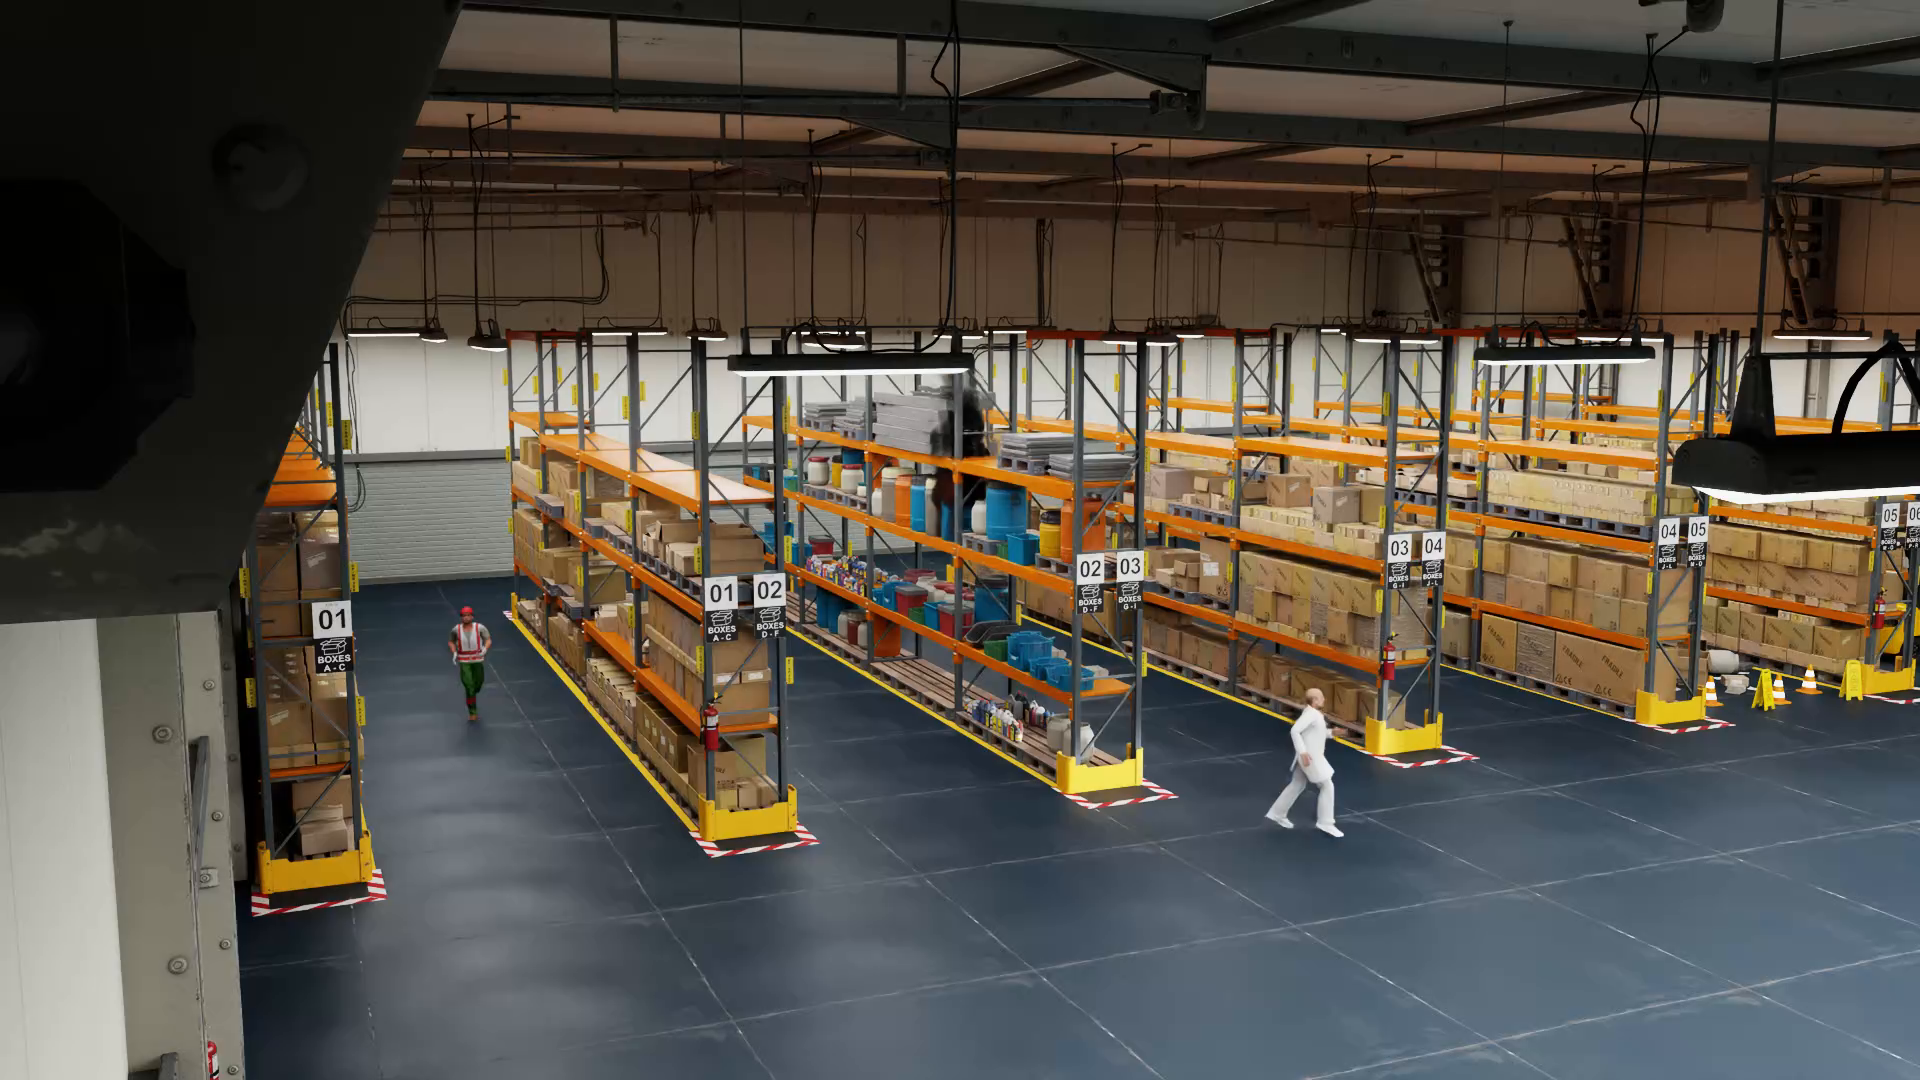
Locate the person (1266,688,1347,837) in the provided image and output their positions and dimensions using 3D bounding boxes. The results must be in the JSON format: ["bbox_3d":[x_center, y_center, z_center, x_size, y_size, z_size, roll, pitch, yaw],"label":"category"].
[{"bbox_3d":[4.221,2.700,20.211,0.955,1.835,0.672,0,8,0],"label":"person"}]

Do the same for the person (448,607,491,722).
[{"bbox_3d":[-7.686,1.918,26.126,0.648,1.777,0.796,-3,8,-19],"label":"person"}]
